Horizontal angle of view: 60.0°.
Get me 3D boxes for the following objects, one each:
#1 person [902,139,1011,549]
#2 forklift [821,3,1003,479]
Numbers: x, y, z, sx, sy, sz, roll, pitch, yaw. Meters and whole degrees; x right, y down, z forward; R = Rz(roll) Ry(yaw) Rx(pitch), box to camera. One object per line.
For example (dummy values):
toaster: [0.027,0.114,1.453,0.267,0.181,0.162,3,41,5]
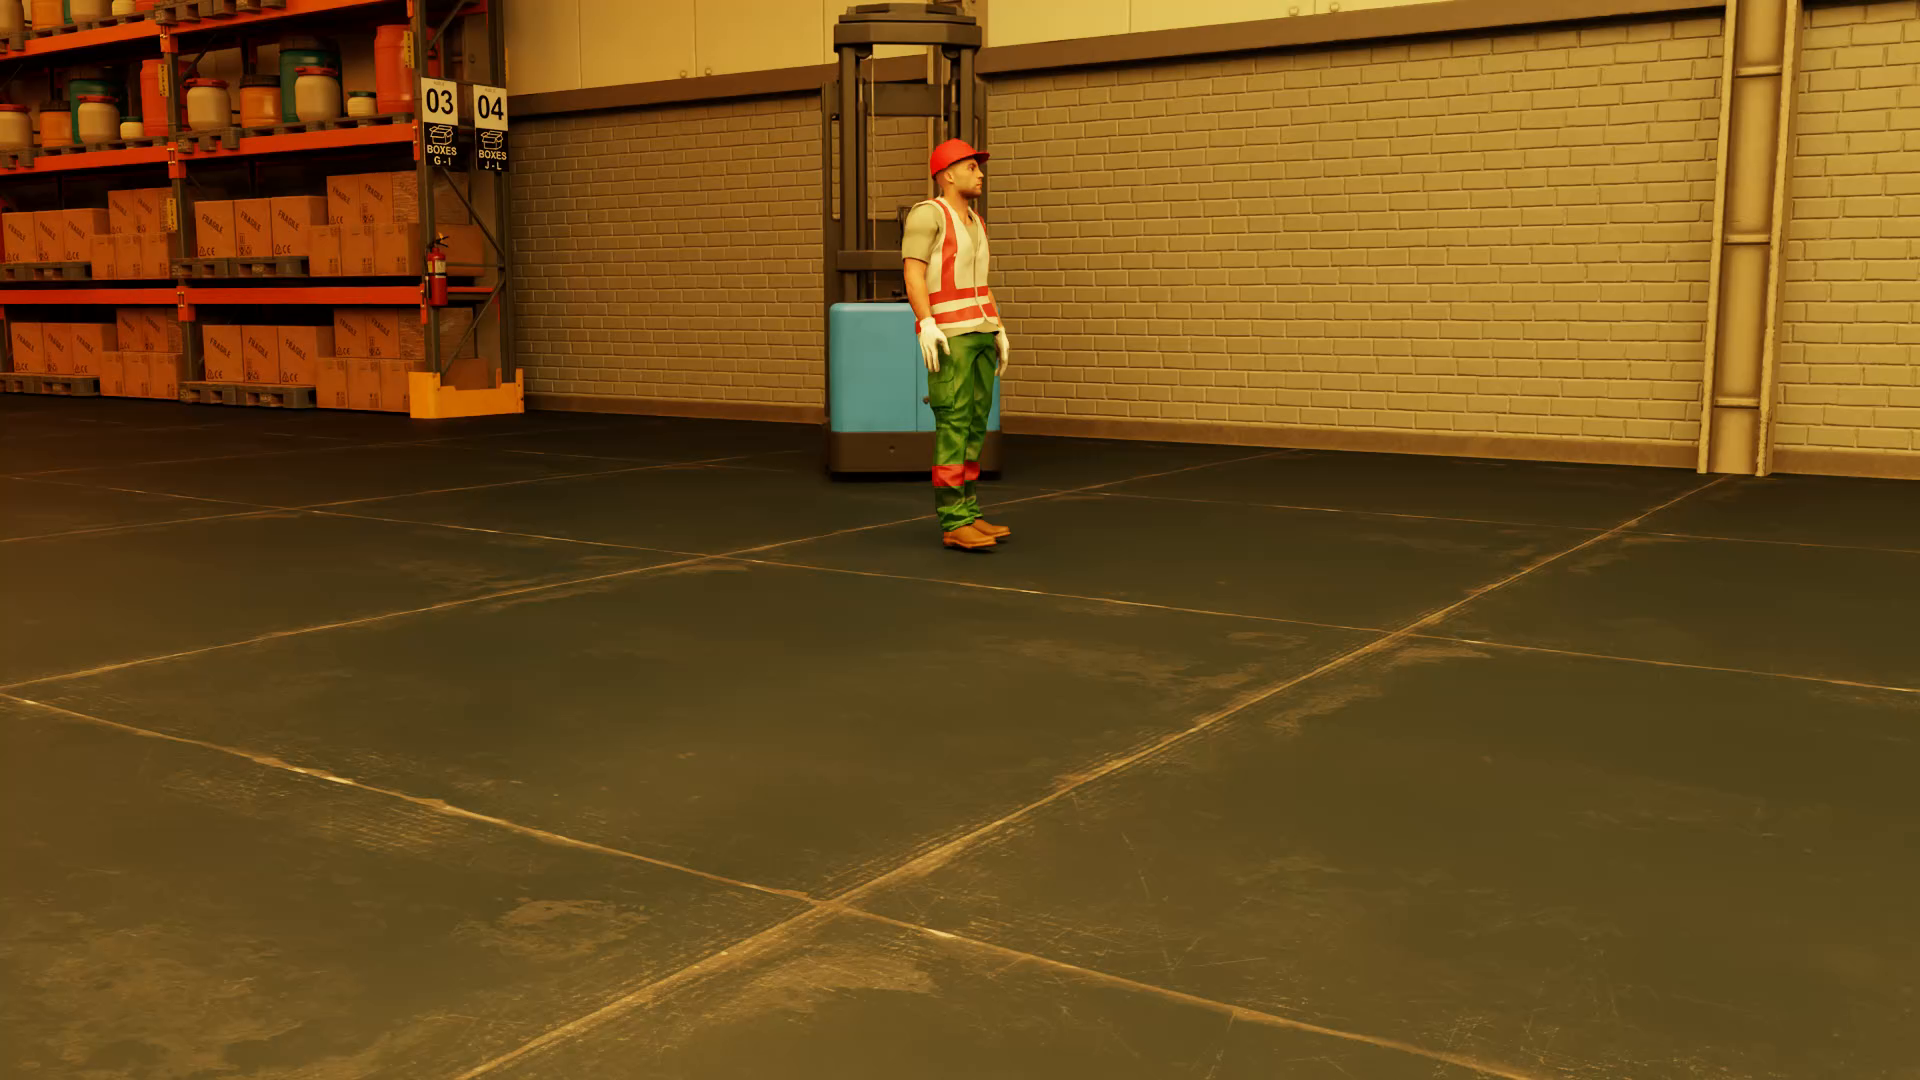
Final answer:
person: [0.060,-0.885,7.422,0.562,1.790,0.637,5,10,34]
forklift: [-0.385,-2.001,11.266,1.130,2.935,3.031,-1,8,-5]
